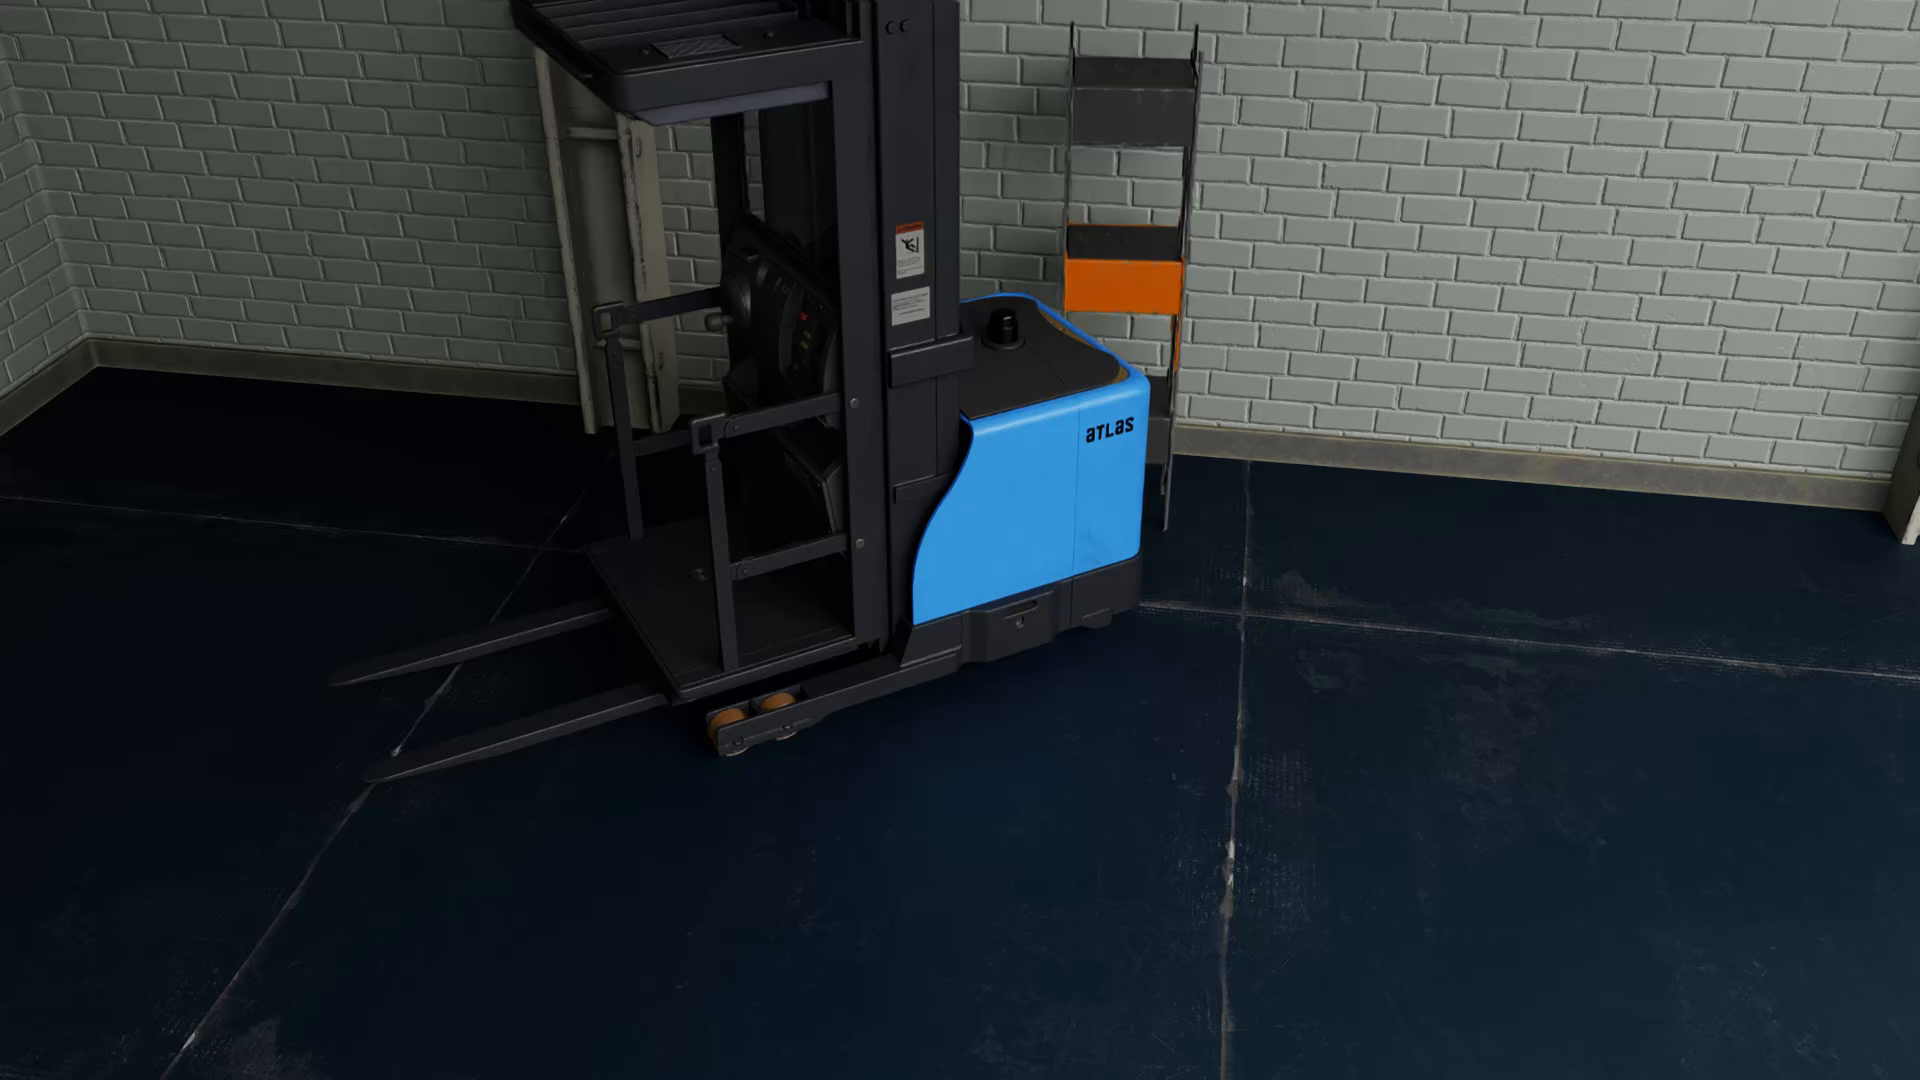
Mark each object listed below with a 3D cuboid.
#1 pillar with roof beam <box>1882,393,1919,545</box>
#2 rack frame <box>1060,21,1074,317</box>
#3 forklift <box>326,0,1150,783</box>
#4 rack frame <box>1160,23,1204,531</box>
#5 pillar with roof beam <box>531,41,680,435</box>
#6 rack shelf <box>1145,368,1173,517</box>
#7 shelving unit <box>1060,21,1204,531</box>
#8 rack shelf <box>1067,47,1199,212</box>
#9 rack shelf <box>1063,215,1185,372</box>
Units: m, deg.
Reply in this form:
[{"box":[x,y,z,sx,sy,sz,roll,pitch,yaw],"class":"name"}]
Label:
[{"box":[3.585,-1.611,1.342,0.400,9.000,9.100,5,32,8],"class":"pillar with roof beam"},{"box":[0.429,-1.052,6.951,0.015,2.100,0.400,2,32,3],"class":"rack frame"},{"box":[-0.814,-0.785,5.742,3.031,2.935,1.130,-16,35,-24],"class":"forklift"},{"box":[0.916,-1.034,6.923,0.015,2.100,0.400,2,32,3],"class":"rack frame"},{"box":[-2.329,-2.146,2.197,0.400,9.000,9.100,5,32,8],"class":"pillar with roof beam"},{"box":[0.673,-0.438,7.316,0.480,0.518,0.431,2,32,3],"class":"rack shelf"},{"box":[0.673,-1.043,6.937,0.503,2.100,0.431,2,32,3],"class":"shelving unit"},{"box":[0.673,-1.625,6.573,0.480,0.518,0.431,2,32,3],"class":"rack shelf"},{"box":[0.673,-1.031,6.945,0.480,0.518,0.431,2,32,3],"class":"rack shelf"}]
